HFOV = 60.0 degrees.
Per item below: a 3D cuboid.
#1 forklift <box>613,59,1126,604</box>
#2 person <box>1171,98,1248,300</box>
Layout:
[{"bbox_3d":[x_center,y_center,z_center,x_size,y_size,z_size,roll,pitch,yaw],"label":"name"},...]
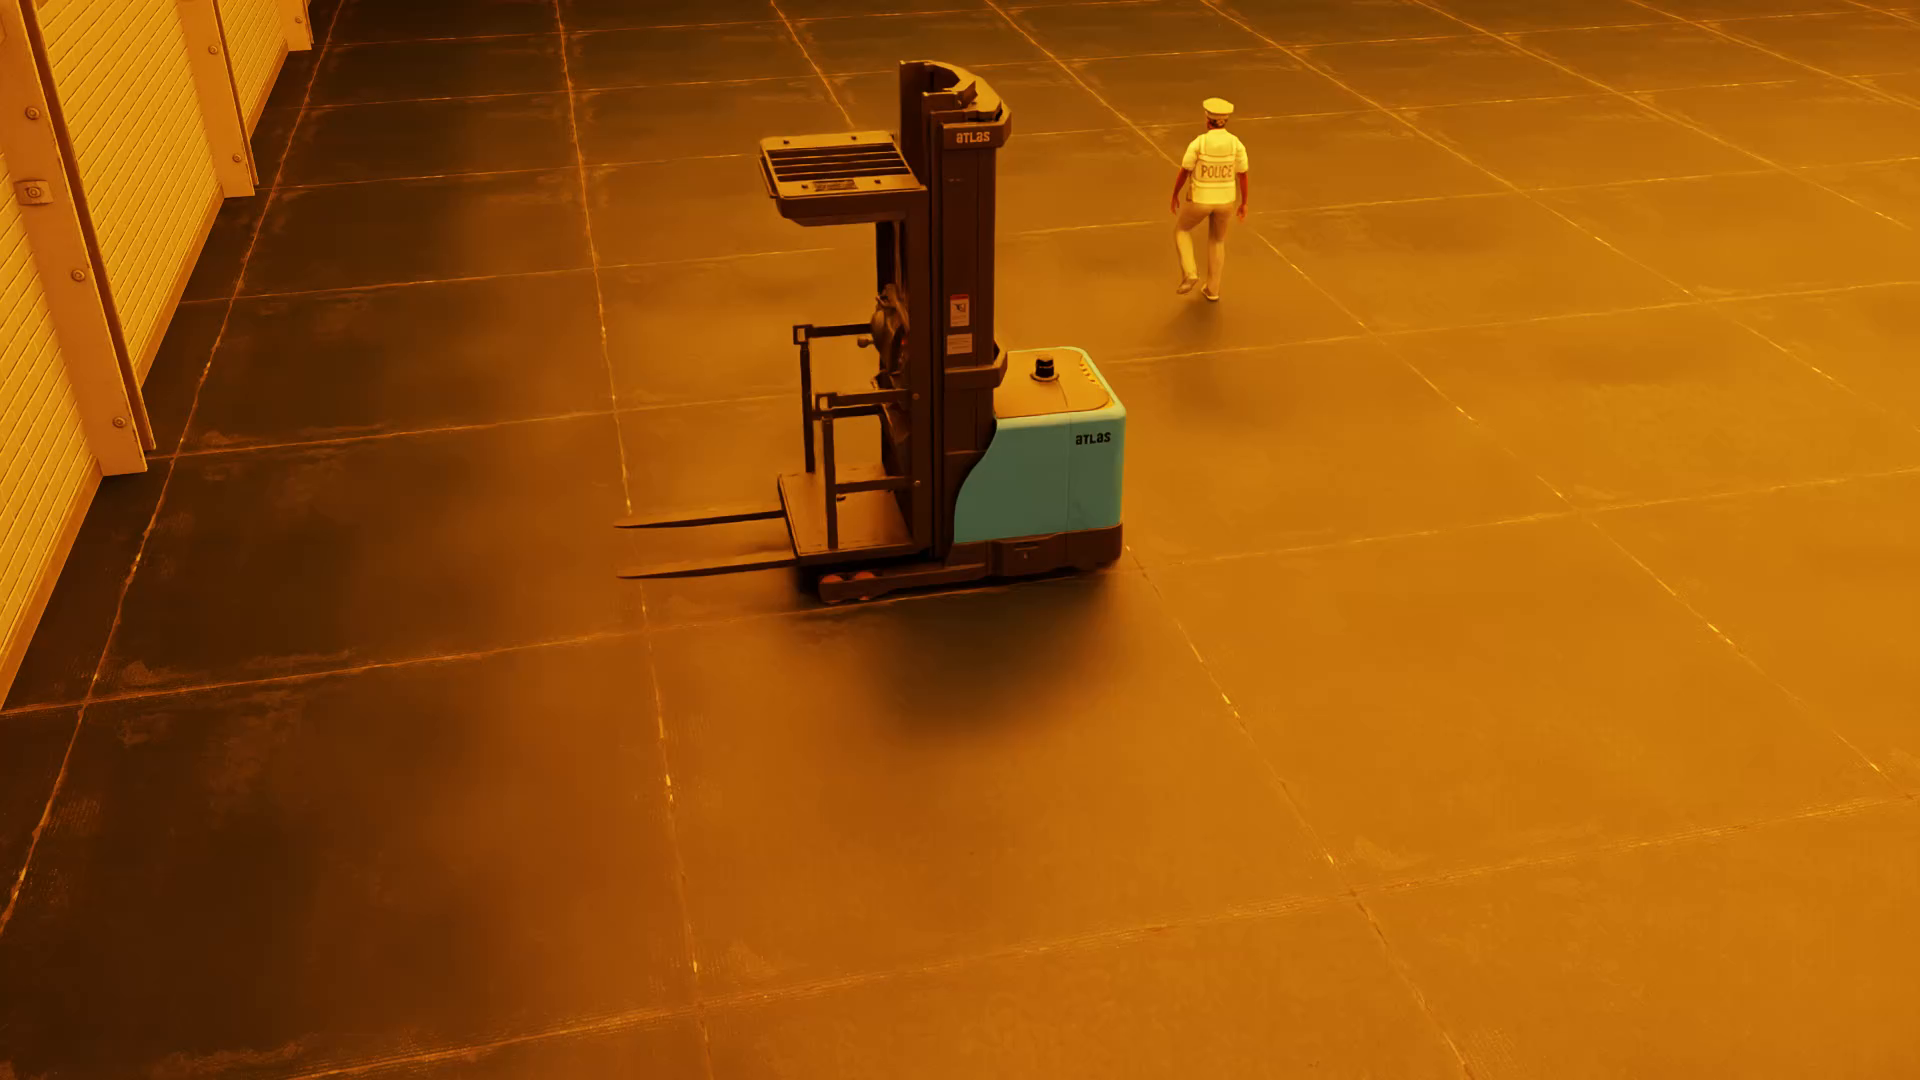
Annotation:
[{"bbox_3d":[-0.586,-1.181,9.614,3.031,2.935,1.130,-6,31,-10],"label":"forklift"},{"bbox_3d":[2.041,-2.798,13.692,0.604,1.648,0.444,-3,30,-6],"label":"person"}]
